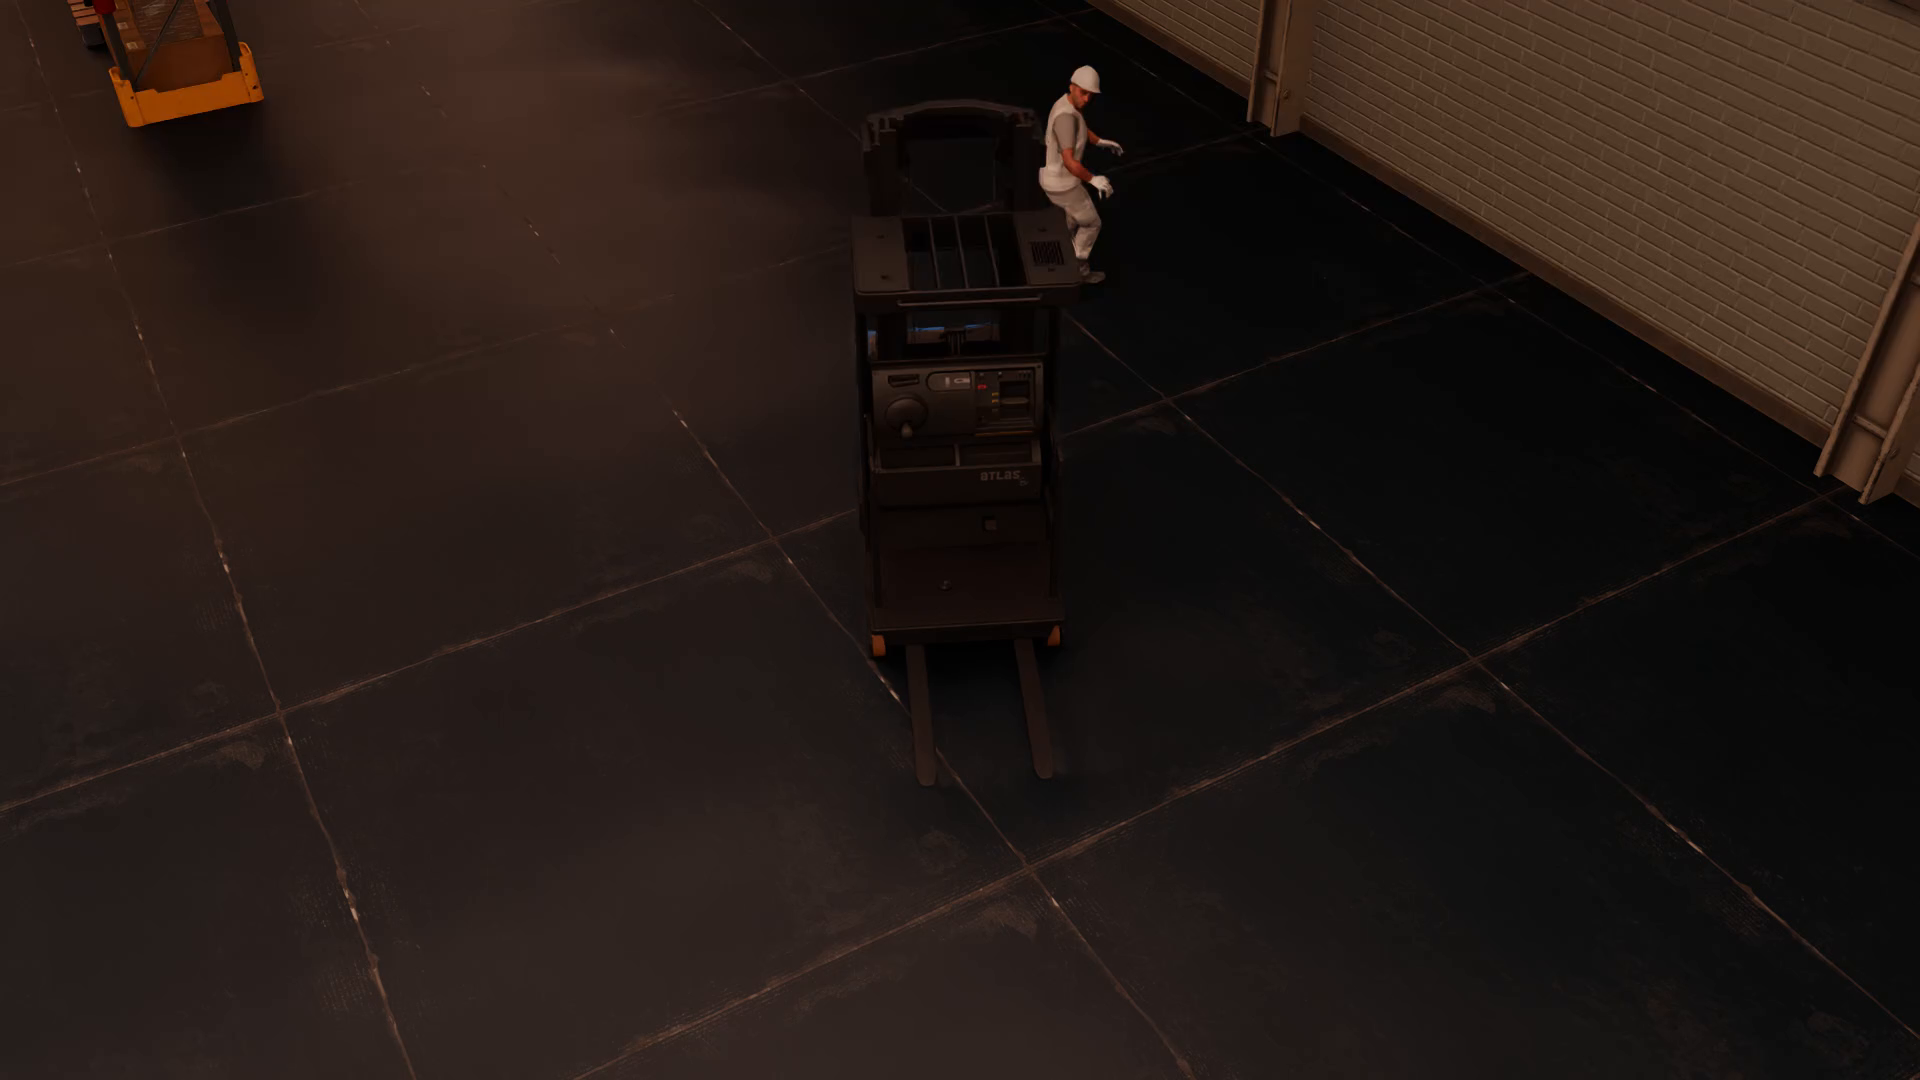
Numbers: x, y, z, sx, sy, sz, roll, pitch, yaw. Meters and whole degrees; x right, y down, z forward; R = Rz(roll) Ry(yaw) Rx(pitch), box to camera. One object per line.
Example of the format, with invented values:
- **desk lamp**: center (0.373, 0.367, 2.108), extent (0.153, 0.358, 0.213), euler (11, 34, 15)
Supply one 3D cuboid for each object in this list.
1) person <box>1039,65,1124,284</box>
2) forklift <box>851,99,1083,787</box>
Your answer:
- **person**: center (0.915, -2.655, 12.217), extent (0.703, 1.706, 0.802), euler (-6, 40, -7)
- **forklift**: center (0.011, -0.684, 8.860), extent (1.130, 2.935, 3.031), euler (-3, 40, -4)
